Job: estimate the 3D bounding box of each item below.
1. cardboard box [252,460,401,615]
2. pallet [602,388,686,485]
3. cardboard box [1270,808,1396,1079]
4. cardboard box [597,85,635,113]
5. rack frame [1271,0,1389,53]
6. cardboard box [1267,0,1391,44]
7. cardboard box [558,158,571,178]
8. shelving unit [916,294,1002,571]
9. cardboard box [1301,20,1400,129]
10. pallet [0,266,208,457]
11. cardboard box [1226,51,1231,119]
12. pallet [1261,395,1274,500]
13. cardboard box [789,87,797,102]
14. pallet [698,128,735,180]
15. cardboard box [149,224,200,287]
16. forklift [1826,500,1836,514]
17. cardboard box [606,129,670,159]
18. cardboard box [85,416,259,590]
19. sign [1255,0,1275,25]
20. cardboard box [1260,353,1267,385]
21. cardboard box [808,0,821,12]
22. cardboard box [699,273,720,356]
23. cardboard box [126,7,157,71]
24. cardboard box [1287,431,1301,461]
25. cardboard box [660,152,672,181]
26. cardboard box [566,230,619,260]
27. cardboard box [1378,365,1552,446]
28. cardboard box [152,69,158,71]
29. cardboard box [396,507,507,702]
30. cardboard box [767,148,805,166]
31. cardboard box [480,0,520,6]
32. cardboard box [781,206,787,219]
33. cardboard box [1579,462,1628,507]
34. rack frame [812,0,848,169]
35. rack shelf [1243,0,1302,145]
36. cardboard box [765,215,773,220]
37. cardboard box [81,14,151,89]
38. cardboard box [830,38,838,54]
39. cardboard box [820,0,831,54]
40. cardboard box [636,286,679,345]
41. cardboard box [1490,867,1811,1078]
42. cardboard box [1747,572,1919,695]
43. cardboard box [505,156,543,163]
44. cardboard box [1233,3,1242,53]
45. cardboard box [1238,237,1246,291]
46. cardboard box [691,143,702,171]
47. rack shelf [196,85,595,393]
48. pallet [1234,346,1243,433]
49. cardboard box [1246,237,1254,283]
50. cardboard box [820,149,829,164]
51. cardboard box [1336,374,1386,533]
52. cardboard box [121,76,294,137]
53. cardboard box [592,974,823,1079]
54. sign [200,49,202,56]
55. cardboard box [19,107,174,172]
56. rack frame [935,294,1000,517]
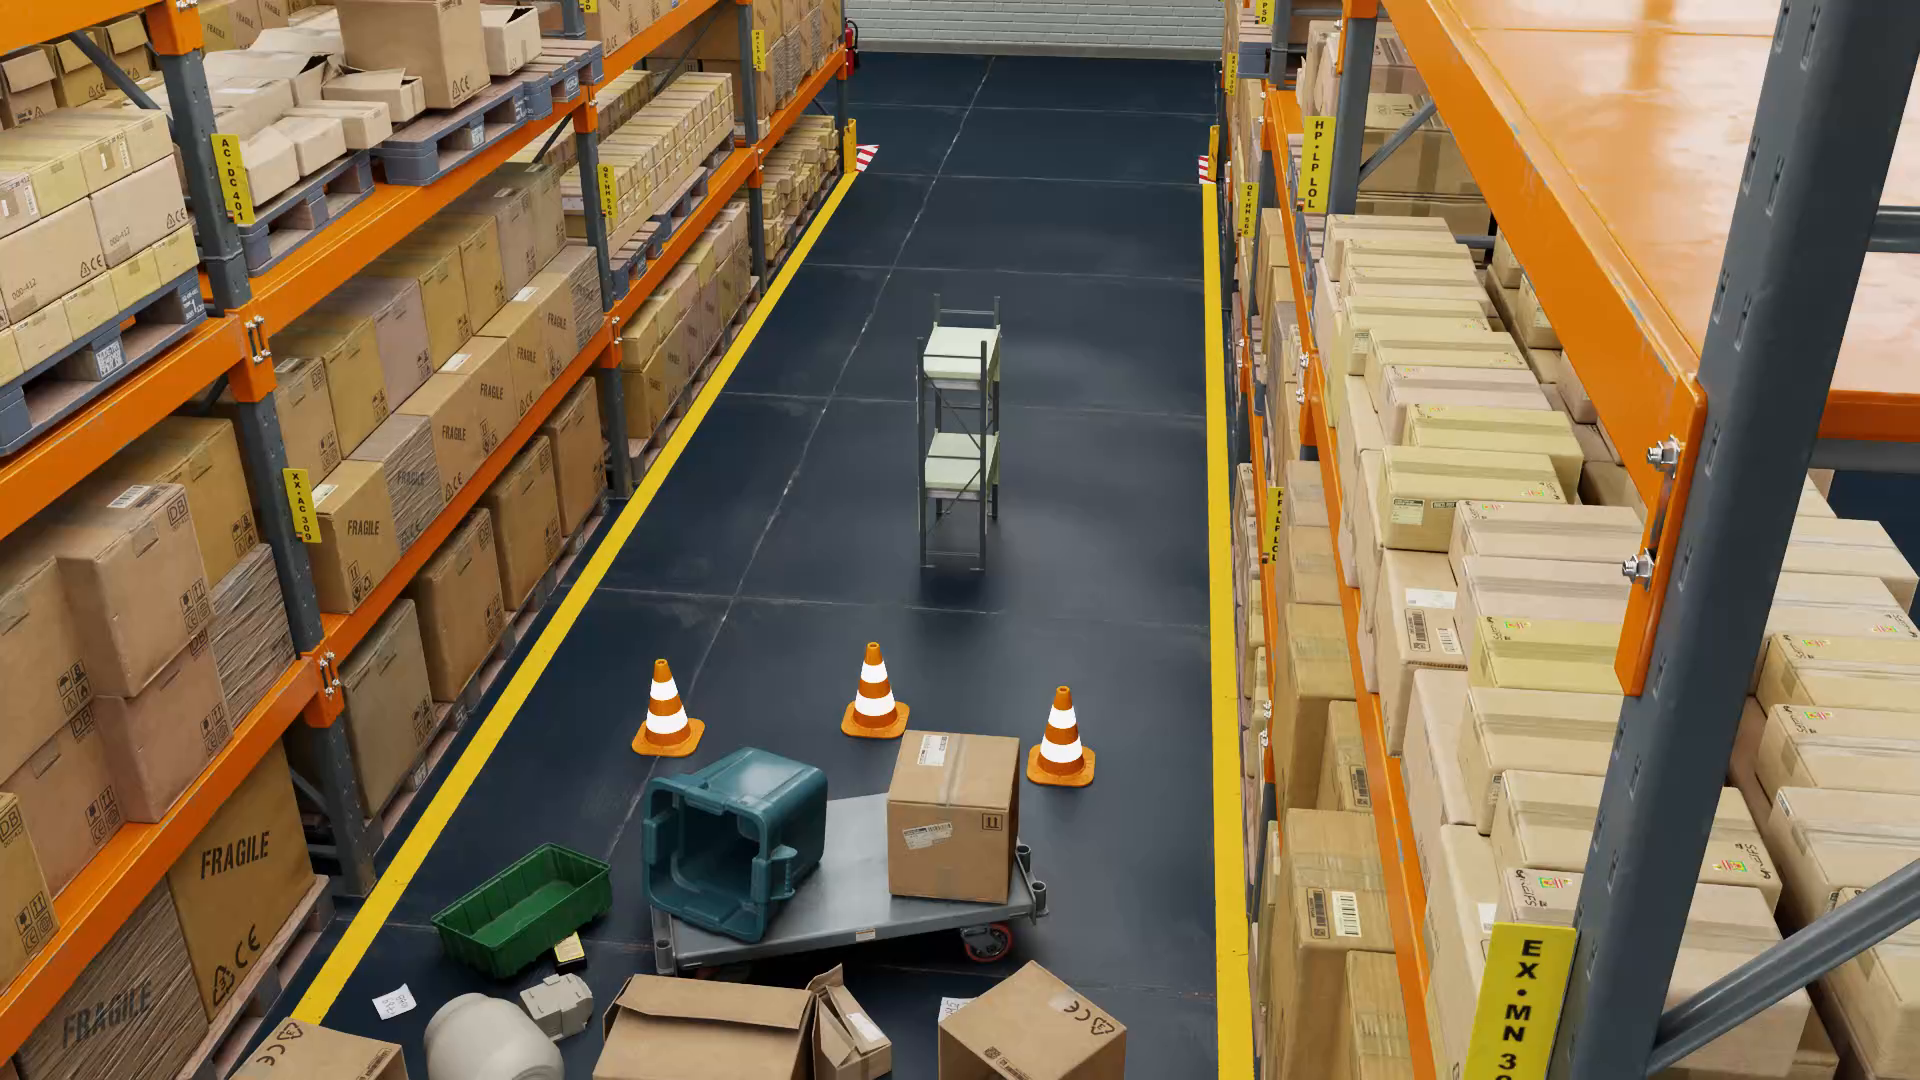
[{"bbox_3d":[-2.844,-0.027,7.324,0.500,0.500,0.500,4,29,7],"label":"cardboard box"},{"bbox_3d":[-2.588,-0.774,11.756,1.003,0.211,1.213,3,28,6],"label":"pallet"},{"bbox_3d":[1.135,1.020,4.013,0.700,0.500,0.500,3,28,6],"label":"cardboard box"},{"bbox_3d":[-2.762,-3.442,12.963,0.380,0.149,0.250,4,29,7],"label":"cardboard box"},{"bbox_3d":[2.240,-4.035,8.543,1.000,3.000,0.127,3,28,6],"label":"rack frame"},{"bbox_3d":[2.136,-3.131,9.476,0.797,0.503,0.637,2,28,3],"label":"cardboard box"},{"bbox_3d":[-2.952,-2.582,11.681,0.380,0.149,0.250,3,28,6],"label":"cardboard box"},{"bbox_3d":[-0.001,-0.657,10.181,0.431,1.500,0.755,3,28,6],"label":"shelving unit"},{"bbox_3d":[2.114,-2.312,8.404,0.700,0.500,0.500,3,28,6],"label":"cardboard box"},{"bbox_3d":[-3.286,-0.648,5.513,1.003,0.211,1.213,3,28,6],"label":"pallet"},{"bbox_3d":[2.638,-4.034,14.761,0.500,0.500,0.500,3,28,5],"label":"cardboard box"},{"bbox_3d":[2.038,-0.375,8.278,1.003,0.211,1.213,3,28,6],"label":"pallet"},{"bbox_3d":[-1.723,-4.143,15.334,0.380,0.149,0.250,5,29,8],"label":"cardboard box"},{"bbox_3d":[-2.433,-3.081,13.300,1.003,0.211,1.213,3,28,6],"label":"pallet"},{"bbox_3d":[-2.903,-0.999,5.789,0.380,0.149,0.250,3,28,6],"label":"cardboard box"},{"bbox_3d":[4.838,-1.394,10.039,1.130,2.935,3.031,3,28,5],"label":"forklift"},{"bbox_3d":[-2.277,-2.795,11.762,0.380,0.149,0.250,4,29,8],"label":"cardboard box"},{"bbox_3d":[-3.255,-0.120,6.306,0.875,0.550,0.550,3,28,6],"label":"cardboard box"},{"bbox_3d":[1.690,-3.013,9.180,0.100,0.325,0.005,3,28,6],"label":"sign"},{"bbox_3d":[1.814,-0.940,8.946,0.380,0.149,0.250,4,29,6],"label":"cardboard box"},{"bbox_3d":[-1.631,-5.301,15.746,0.500,0.500,0.500,5,29,9],"label":"cardboard box"},{"bbox_3d":[-2.166,-1.755,12.830,0.500,0.500,0.500,3,28,5],"label":"cardboard box"},{"bbox_3d":[-7.314,-4.479,14.748,0.500,0.500,0.500,4,29,8],"label":"cardboard box"},{"bbox_3d":[1.579,-0.101,6.706,0.500,0.500,0.500,3,28,5],"label":"cardboard box"},{"bbox_3d":[-2.270,-2.661,11.827,0.380,0.149,0.250,3,28,6],"label":"cardboard box"},{"bbox_3d":[-2.430,-1.907,10.741,0.380,0.149,0.250,3,28,5],"label":"cardboard box"},{"bbox_3d":[1.282,-0.326,4.246,0.380,0.149,0.250,3,28,5],"label":"cardboard box"},{"bbox_3d":[-7.312,-4.140,14.909,0.500,0.250,0.500,3,28,5],"label":"cardboard box"},{"bbox_3d":[-3.067,0.304,8.745,1.050,0.750,0.750,3,28,6],"label":"cardboard box"},{"bbox_3d":[-1.727,-3.717,16.215,0.380,0.149,0.250,2,28,4],"label":"cardboard box"},{"bbox_3d":[-2.868,-3.282,10.203,0.500,0.500,0.500,3,28,6],"label":"cardboard box"},{"bbox_3d":[-1.840,-3.095,15.688,0.380,0.149,0.250,2,28,4],"label":"cardboard box"},{"bbox_3d":[1.778,0.044,3.979,0.500,0.250,0.500,4,29,7],"label":"cardboard box"},{"bbox_3d":[-1.705,-5.399,17.402,1.000,3.000,0.127,3,28,6],"label":"rack frame"},{"bbox_3d":[2.485,-3.339,11.173,1.077,0.370,4.000,3,28,6],"label":"rack shelf"},{"bbox_3d":[-1.891,-2.854,14.926,0.380,0.149,0.250,4,29,7],"label":"cardboard box"},{"bbox_3d":[-7.175,-4.037,13.709,0.797,0.503,0.637,3,28,5],"label":"cardboard box"},{"bbox_3d":[-1.465,-5.119,17.146,0.380,0.149,0.250,3,28,6],"label":"cardboard box"},{"bbox_3d":[-1.573,-5.106,16.437,0.500,0.500,0.500,3,28,5],"label":"cardboard box"},{"bbox_3d":[-2.298,-1.597,11.747,0.500,0.250,0.500,3,28,6],"label":"cardboard box"},{"bbox_3d":[1.008,0.635,2.463,0.380,0.149,0.250,4,29,7],"label":"cardboard box"},{"bbox_3d":[1.652,0.186,3.295,0.380,0.149,0.250,3,28,6],"label":"cardboard box"},{"bbox_3d":[-3.015,-2.469,11.156,0.380,0.149,0.250,4,29,8],"label":"cardboard box"},{"bbox_3d":[2.584,-4.237,14.085,0.500,0.500,0.500,3,28,5],"label":"cardboard box"},{"bbox_3d":[2.091,-1.822,10.920,0.500,0.250,0.500,4,29,7],"label":"cardboard box"},{"bbox_3d":[-2.171,-2.904,12.591,0.380,0.149,0.250,2,28,4],"label":"cardboard box"},{"bbox_3d":[-2.930,-1.696,8.123,1.077,0.370,4.000,3,28,6],"label":"rack shelf"},{"bbox_3d":[2.563,-1.105,12.371,1.003,0.211,1.213,3,28,6],"label":"pallet"},{"bbox_3d":[2.047,-1.790,10.334,0.500,0.250,0.500,3,28,6],"label":"cardboard box"},{"bbox_3d":[-1.548,-3.950,16.961,0.380,0.149,0.250,2,28,4],"label":"cardboard box"},{"bbox_3d":[1.296,-0.227,4.482,0.500,0.250,0.500,4,29,7],"label":"cardboard box"},{"bbox_3d":[-3.242,-1.828,7.220,0.500,0.250,0.500,3,28,6],"label":"cardboard box"},{"bbox_3d":[-0.931,1.997,6.162,0.797,0.637,0.503,3,28,6],"label":"cardboard box"},{"bbox_3d":[-6.566,-4.300,14.224,0.100,0.325,0.005,3,28,6],"label":"sign"},{"bbox_3d":[-2.904,-1.350,5.598,0.380,0.149,0.250,3,28,6],"label":"cardboard box"},{"bbox_3d":[0.044,-0.829,10.500,0.400,1.500,0.023,3,28,6],"label":"rack frame"}]
